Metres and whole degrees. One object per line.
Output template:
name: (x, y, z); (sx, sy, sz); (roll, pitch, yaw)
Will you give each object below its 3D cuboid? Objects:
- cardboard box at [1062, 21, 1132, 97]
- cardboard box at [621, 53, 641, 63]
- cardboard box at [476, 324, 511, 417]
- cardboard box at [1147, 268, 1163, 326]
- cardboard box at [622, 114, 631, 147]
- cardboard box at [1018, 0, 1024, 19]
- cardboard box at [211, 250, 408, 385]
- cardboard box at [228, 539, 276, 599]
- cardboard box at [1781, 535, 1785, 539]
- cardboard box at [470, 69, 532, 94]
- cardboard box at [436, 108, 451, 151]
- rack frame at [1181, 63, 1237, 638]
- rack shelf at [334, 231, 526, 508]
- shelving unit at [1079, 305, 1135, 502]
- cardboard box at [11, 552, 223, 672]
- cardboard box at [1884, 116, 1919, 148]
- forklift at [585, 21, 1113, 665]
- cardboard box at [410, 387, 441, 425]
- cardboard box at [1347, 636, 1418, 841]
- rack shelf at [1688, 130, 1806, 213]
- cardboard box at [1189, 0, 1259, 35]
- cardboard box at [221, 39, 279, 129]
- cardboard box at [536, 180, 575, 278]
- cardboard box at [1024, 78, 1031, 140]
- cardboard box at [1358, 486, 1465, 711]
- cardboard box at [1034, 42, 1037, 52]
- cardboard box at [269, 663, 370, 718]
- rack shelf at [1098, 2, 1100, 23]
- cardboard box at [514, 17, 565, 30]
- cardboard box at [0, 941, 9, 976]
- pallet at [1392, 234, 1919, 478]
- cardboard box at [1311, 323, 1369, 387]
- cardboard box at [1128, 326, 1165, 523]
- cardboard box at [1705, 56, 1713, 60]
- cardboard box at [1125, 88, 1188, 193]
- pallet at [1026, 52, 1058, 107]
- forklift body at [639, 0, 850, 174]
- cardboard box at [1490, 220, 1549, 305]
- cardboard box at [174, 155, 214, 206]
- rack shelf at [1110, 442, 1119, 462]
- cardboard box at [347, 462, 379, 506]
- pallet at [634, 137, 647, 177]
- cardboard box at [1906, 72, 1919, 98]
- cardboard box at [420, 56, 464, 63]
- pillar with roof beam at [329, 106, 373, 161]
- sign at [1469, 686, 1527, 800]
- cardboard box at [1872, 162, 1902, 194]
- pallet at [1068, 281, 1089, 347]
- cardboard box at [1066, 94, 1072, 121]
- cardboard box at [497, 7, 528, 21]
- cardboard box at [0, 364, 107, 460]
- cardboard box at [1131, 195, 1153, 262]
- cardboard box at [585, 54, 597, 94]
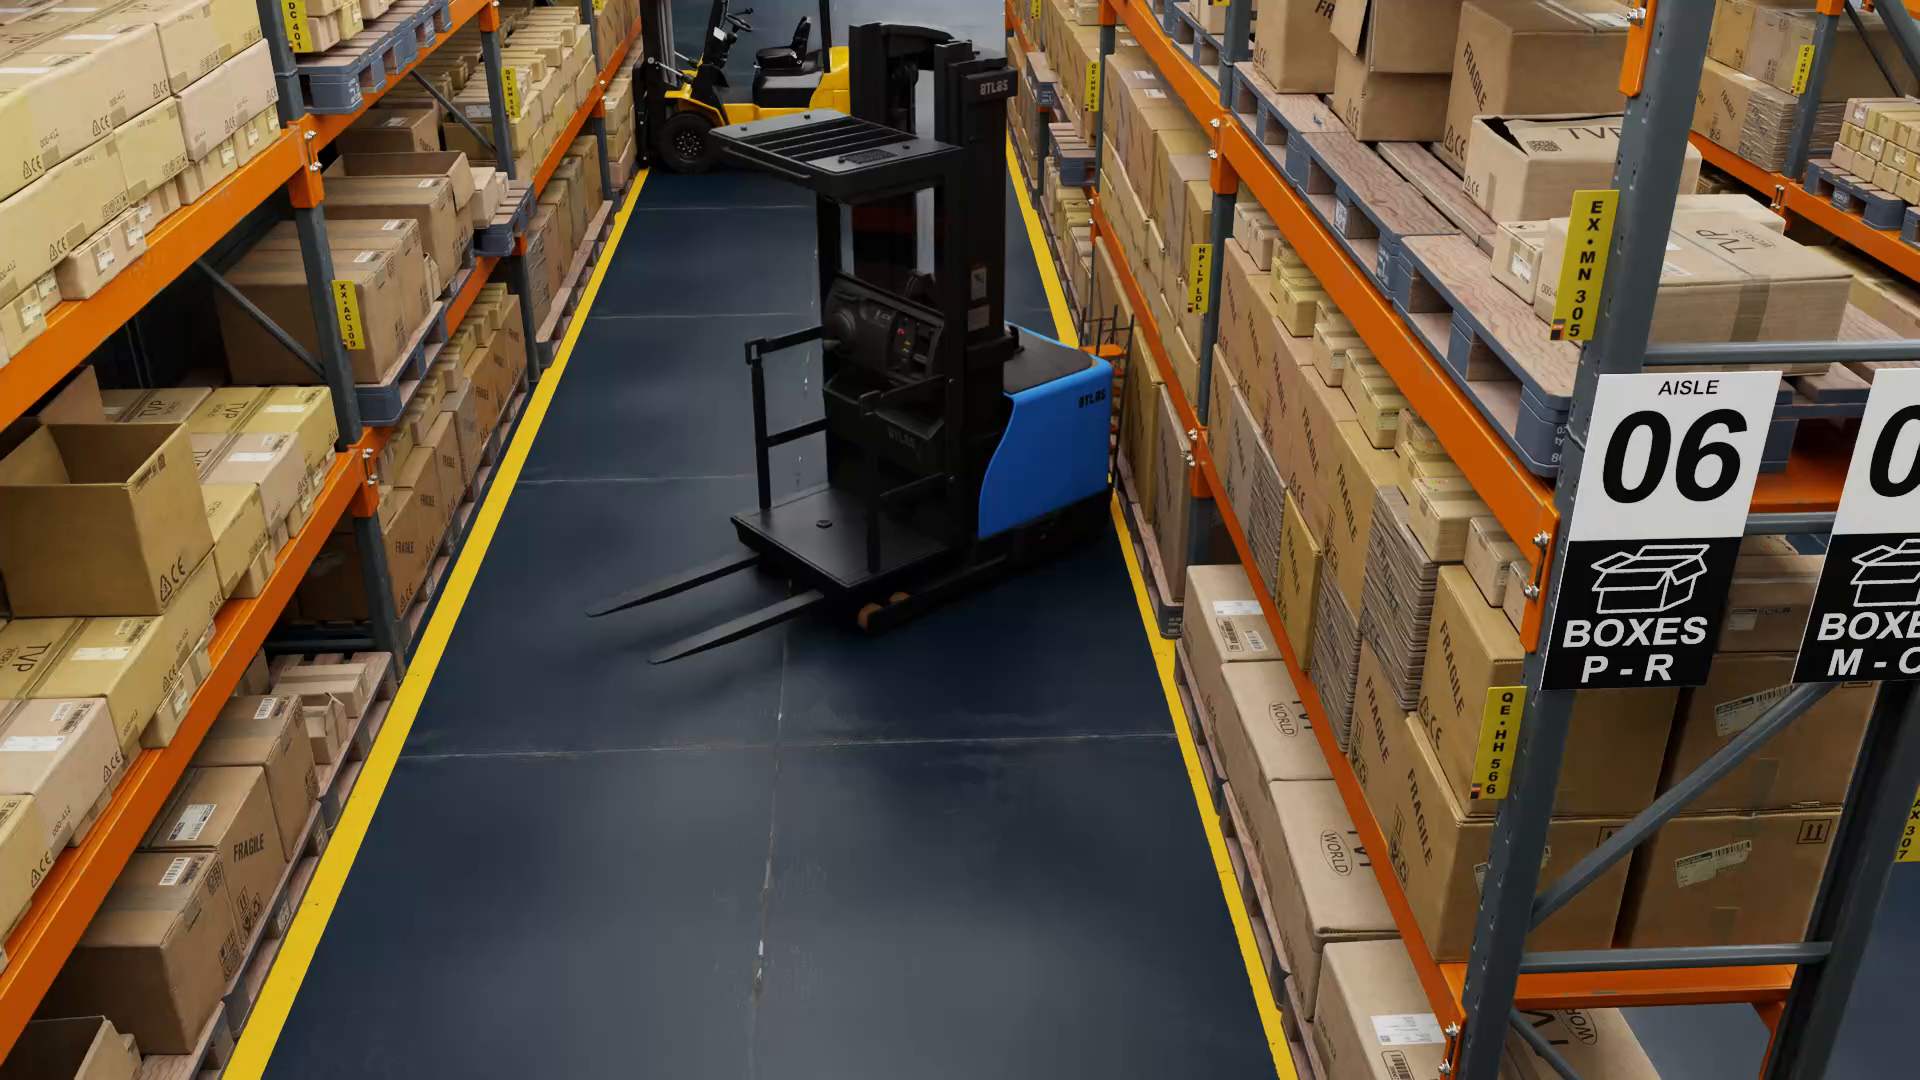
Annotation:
cardboard box: (1.070, -3.624, 12.570); (0.500, 0.500, 0.500); (-3, 28, -6)
cardboard box: (-3.533, -4.896, 17.332); (0.500, 0.250, 0.500); (-1, 28, -2)
cardboard box: (-3.268, -1.121, 10.905); (0.500, 0.500, 0.500); (-2, 28, -3)
cardboard box: (1.338, -1.343, 9.243); (0.500, 0.250, 0.500); (-2, 28, -4)
cardboard box: (-3.474, -3.964, 16.086); (0.500, 0.250, 0.500); (-2, 28, -3)
cardboard box: (0.860, -5.523, 16.666); (0.500, 0.500, 0.500); (-2, 28, -4)
cardboard box: (-3.113, -1.077, 8.009); (0.700, 0.500, 0.500); (-1, 28, -1)
cardboard box: (-2.941, 0.113, 6.561); (0.380, 0.149, 0.250); (-2, 28, -3)
cardboard box: (2.129, -0.080, 4.769); (0.380, 0.149, 0.250); (-1, 28, -1)
cardboard box: (-3.323, -3.313, 12.049); (0.380, 0.149, 0.250); (-1, 28, -2)
cardboard box: (-3.821, -2.821, 11.536); (0.500, 0.250, 0.500); (-1, 28, -2)
rack frame: (1.646, -0.739, 7.924); (1.000, 3.000, 0.127); (-1, 28, -3)
rack shelf: (-3.416, -1.222, 9.628); (1.077, 0.370, 4.000); (-1, 28, -3)
shelving unit: (0.826, -0.795, 9.955); (0.258, 1.200, 0.189); (-9, 29, -26)
cardboard box: (-2.961, 0.246, 5.876); (0.500, 0.250, 0.500); (-2, 28, -4)
cardboard box: (6.230, -2.636, 10.734); (0.380, 0.149, 0.250); (-2, 28, -3)
forklift: (-0.569, -1.070, 8.632); (3.031, 2.935, 1.130); (-22, 34, -35)
cardboard box: (-3.195, -0.757, 9.505); (0.380, 0.149, 0.250); (0, 28, -1)
cardboard box: (1.554, 0.615, 5.219); (0.500, 0.500, 0.500); (-2, 28, -4)
rack shelf: (6.270, -3.357, 13.722); (1.077, 0.370, 4.000); (-1, 28, -3)
cardboard box: (1.390, -2.618, 7.924); (0.500, 0.311, 0.500); (-1, 28, -3)
cardboard box: (-3.036, -1.796, 6.547); (0.500, 0.250, 0.500); (-1, 28, -2)
cardboard box: (-3.616, -2.499, 13.412); (0.875, 0.625, 0.625); (-2, 28, -5)
cardboard box: (0.901, -4.235, 16.334); (0.500, 0.500, 0.500); (-1, 28, -2)
cardboard box: (1.535, 0.163, 5.005); (0.500, 0.500, 0.500); (-1, 28, -2)
cardboard box: (0.887, -4.579, 15.556); (0.380, 0.149, 0.250); (-1, 28, -1)
cardboard box: (-2.989, 0.710, 7.773); (0.380, 0.149, 0.250); (-2, 28, -4)
rack shelf: (1.332, -4.521, 12.709); (1.077, 0.370, 4.000); (-1, 28, -3)
cardboard box: (-3.497, -4.259, 13.862); (0.380, 0.149, 0.250); (-1, 28, -3)
cardboard box: (-2.845, 1.182, 4.511); (0.380, 0.149, 0.250); (-2, 28, -3)
pallet: (1.805, -0.525, 4.365); (1.003, 0.211, 1.213); (-1, 28, -3)
cardboard box: (1.464, -0.659, 5.879); (0.380, 0.149, 0.250); (-1, 28, -2)
cardboard box: (1.478, -0.685, 9.663); (0.875, 0.875, 0.875); (-1, 28, -1)
cardboard box: (6.001, -3.696, 13.485); (0.500, 0.500, 0.500); (-1, 28, -2)
cardboard box: (1.265, -2.372, 9.866); (0.500, 0.500, 0.500); (-1, 28, -1)
pallet: (1.123, -3.992, 14.368); (1.003, 0.211, 1.213); (-1, 28, -3)
forklift body: (-2.017, -4.951, 16.918); (2.313, 2.155, 1.214); (-1, 28, -3)
cardboard box: (1.639, -0.739, 4.388); (0.380, 0.149, 0.250); (-3, 28, -7)
cardboard box: (-2.974, -1.327, 6.078); (0.380, 0.149, 0.250); (-1, 28, -3)
rack shelf: (0.805, -0.539, 10.078); (0.258, 0.103, 0.180); (-9, 29, -26)
cardboard box: (-3.125, -0.286, 8.280); (0.380, 0.149, 0.250); (-2, 28, -4)
pallet: (-3.795, -4.009, 17.208); (1.003, 0.211, 1.213); (-1, 28, -3)
cardboard box: (10.931, -5.309, 18.935); (0.500, 0.500, 0.500); (4, 28, 7)
cardboard box: (-3.932, -3.529, 12.463); (0.380, 0.149, 0.250); (-2, 28, -3)
pillar with roof beam: (-0.189, -5.809, 11.157); (9.100, 9.000, 0.400); (-1, 28, -3)
sign: (1.312, 0.496, 4.047); (0.100, 0.325, 0.005); (-1, 28, -3)
cardboard box: (6.225, -2.368, 10.863); (0.380, 0.149, 0.250); (0, 28, 0)
pallet: (1.397, -1.711, 12.802); (1.003, 0.211, 1.213); (-1, 28, -3)
cardboard box: (1.007, -3.288, 12.627); (0.380, 0.149, 0.250); (-1, 28, -2)
cardboard box: (-3.925, -4.477, 14.280); (0.380, 0.149, 0.250); (-2, 28, -4)
cardboard box: (-3.499, -0.321, 6.152); (0.500, 0.500, 0.500); (-2, 28, -4)
cardboard box: (1.269, -1.798, 9.575); (0.500, 0.250, 0.500); (-1, 28, -2)
cardboard box: (-3.441, -4.019, 14.375); (0.500, 0.250, 0.500); (-1, 28, -1)
